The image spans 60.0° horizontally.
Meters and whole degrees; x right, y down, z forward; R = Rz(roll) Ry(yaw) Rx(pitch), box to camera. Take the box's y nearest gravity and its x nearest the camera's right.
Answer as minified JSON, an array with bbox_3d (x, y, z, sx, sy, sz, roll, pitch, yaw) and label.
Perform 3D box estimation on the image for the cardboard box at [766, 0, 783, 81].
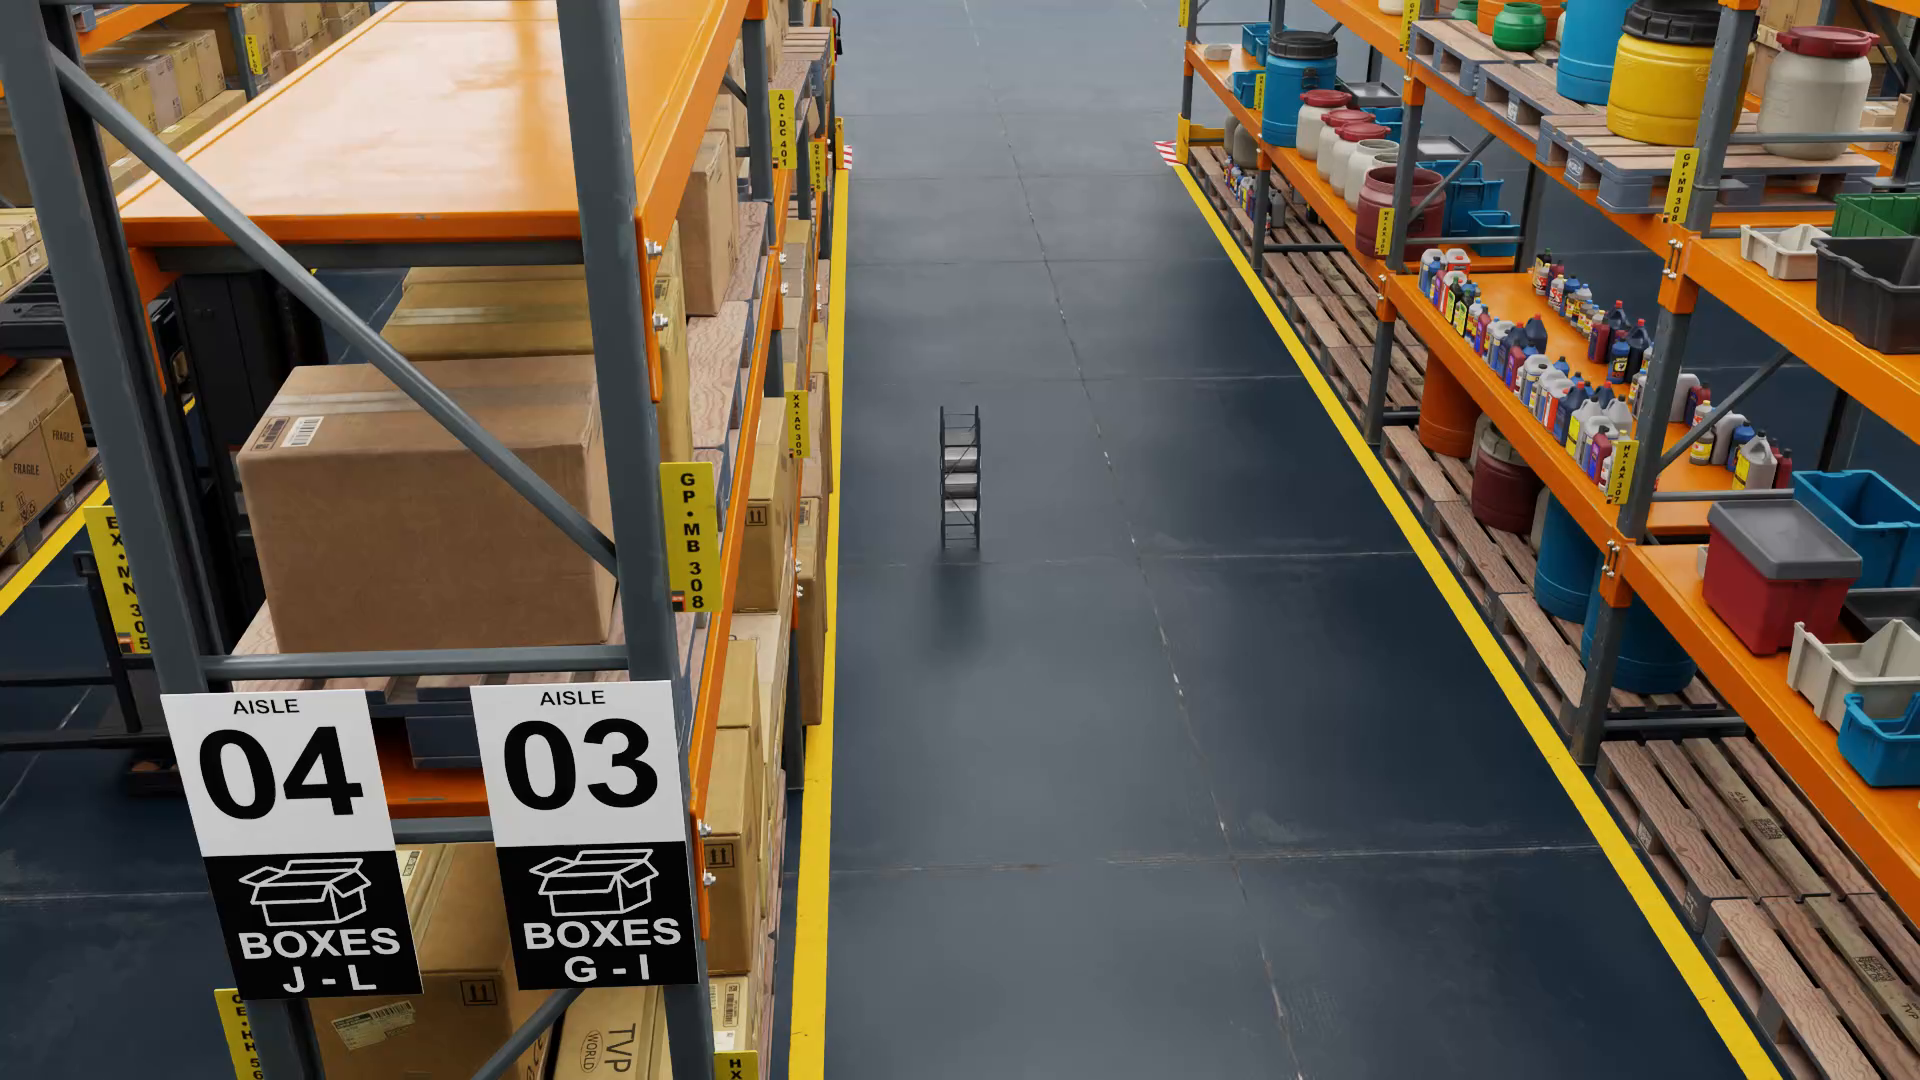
[{"bbox_3d":[-1.257,-2.818,9.103,0.500,0.500,0.500,0,28,0],"label":"cardboard box"}]

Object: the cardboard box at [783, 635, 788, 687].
[{"bbox_3d":[-0.901,0.514,6.792,0.380,0.149,0.250,-1,28,-2],"label":"cardboard box"}]

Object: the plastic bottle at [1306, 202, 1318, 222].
[{"bbox_3d":[3.472,-3.300,16.223,0.144,0.351,0.185,-1,28,-3],"label":"plastic bottle"}]

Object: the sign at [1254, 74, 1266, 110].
[{"bbox_3d":[2.694,-4.015,14.905,0.100,0.325,0.005,-1,28,-3],"label":"sign"}]

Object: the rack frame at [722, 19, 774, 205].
[{"bbox_3d":[-1.285,-2.746,6.284,1.000,3.000,0.127,-1,28,-3],"label":"rack frame"}]

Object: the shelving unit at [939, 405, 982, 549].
[{"bbox_3d":[0.000,-0.395,10.535,0.258,0.900,0.210,-1,28,-3],"label":"shelving unit"}]

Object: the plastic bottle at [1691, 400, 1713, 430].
[{"bbox_3d":[4.010,-0.654,8.975,0.097,0.201,0.097,0,28,0],"label":"plastic bottle"}]

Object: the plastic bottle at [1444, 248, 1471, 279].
[{"bbox_3d":[3.305,-1.794,11.080,0.152,0.276,0.135,-1,28,-3],"label":"plastic bottle"}]

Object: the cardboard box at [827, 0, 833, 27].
[{"bbox_3d":[-1.764,-5.322,17.280,0.875,0.500,0.500,-1,28,-3],"label":"cardboard box"}]

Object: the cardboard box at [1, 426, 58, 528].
[{"bbox_3d":[-6.133,-0.401,10.524,0.500,0.500,0.500,0,28,-1],"label":"cardboard box"}]

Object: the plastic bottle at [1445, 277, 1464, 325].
[{"bbox_3d":[3.138,-1.517,10.541,0.061,0.283,0.133,-1,28,-3],"label":"plastic bottle"}]

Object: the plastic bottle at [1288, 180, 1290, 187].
[{"bbox_3d":[3.448,-3.781,17.217,0.061,0.283,0.133,-1,28,-3],"label":"plastic bottle"}]

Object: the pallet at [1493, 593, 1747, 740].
[{"bbox_3d":[3.663,0.673,9.231,1.003,0.211,1.213,-1,28,-3],"label":"pallet"}]

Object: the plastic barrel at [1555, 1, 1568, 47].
[{"bbox_3d":[3.655,-3.016,9.741,0.301,0.262,0.301,0,28,0],"label":"plastic barrel"}]

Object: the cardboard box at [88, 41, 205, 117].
[{"bbox_3d":[-6.600,-3.729,13.466,0.700,0.500,0.500,-2,28,-3],"label":"cardboard box"}]

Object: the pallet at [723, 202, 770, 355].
[{"bbox_3d":[-1.252,-0.999,6.274,1.003,0.211,1.213,-1,28,-3],"label":"pallet"}]

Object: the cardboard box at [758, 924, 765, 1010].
[{"bbox_3d":[-0.808,1.343,5.202,0.380,0.149,0.250,-2,28,-3],"label":"cardboard box"}]

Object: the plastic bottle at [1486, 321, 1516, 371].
[{"bbox_3d":[3.225,-1.150,9.845,0.152,0.276,0.135,-1,28,-3],"label":"plastic bottle"}]

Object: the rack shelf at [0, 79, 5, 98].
[{"bbox_3d":[-6.347,-1.948,8.775,1.077,0.370,4.000,-1,28,-3],"label":"rack shelf"}]

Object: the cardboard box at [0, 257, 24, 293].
[{"bbox_3d":[-5.939,-1.605,10.080,0.380,0.149,0.250,-1,28,-1],"label":"cardboard box"}]

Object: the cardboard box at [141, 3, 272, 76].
[{"bbox_3d":[-6.646,-4.424,14.659,0.875,0.550,0.550,-1,28,-3],"label":"cardboard box"}]

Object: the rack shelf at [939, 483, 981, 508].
[{"bbox_3d":[0.000,-0.286,10.592,0.258,0.077,0.200,-1,28,-3],"label":"rack shelf"}]

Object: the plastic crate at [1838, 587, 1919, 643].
[{"bbox_3d":[3.988,0.400,6.972,0.437,0.125,0.590,-1,28,-3],"label":"plastic crate"}]

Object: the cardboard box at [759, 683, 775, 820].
[{"bbox_3d":[-0.920,0.755,5.900,0.500,0.250,0.500,-2,28,-4],"label":"cardboard box"}]

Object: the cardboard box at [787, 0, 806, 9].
[{"bbox_3d":[-1.261,-3.753,10.809,0.500,0.500,0.500,-1,28,-2],"label":"cardboard box"}]

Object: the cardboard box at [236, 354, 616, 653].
[{"bbox_3d":[-1.156,-0.083,3.751,0.700,0.500,0.500,-3,28,-6],"label":"cardboard box"}]

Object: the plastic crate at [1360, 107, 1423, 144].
[{"bbox_3d":[3.612,-3.391,14.026,0.392,0.384,0.575,-1,28,-3],"label":"plastic crate"}]

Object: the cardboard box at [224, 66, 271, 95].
[{"bbox_3d":[-6.692,-3.944,14.906,0.875,0.550,0.550,-1,28,-3],"label":"cardboard box"}]

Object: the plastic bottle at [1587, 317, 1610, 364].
[{"bbox_3d":[3.825,-1.208,9.949,0.061,0.283,0.133,-1,28,-3],"label":"plastic bottle"}]

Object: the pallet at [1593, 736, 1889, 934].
[{"bbox_3d":[3.739,1.369,7.897,1.003,0.211,1.213,-1,28,-3],"label":"pallet"}]

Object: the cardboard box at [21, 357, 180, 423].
[{"bbox_3d":[-6.394,-1.332,12.040,1.050,0.750,0.750,-2,28,-3],"label":"cardboard box"}]

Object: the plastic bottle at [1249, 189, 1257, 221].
[{"bbox_3d":[2.913,-3.300,16.222,0.144,0.351,0.185,-3,28,-5],"label":"plastic bottle"}]

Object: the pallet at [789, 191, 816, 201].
[{"bbox_3d":[-1.638,-2.762,13.009,1.003,0.211,1.213,-1,28,-3],"label":"pallet"}]

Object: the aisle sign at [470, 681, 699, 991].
[{"bbox_3d":[-0.772,0.634,3.479,0.394,0.787,0.004,-1,28,-3],"label":"aisle sign"}]

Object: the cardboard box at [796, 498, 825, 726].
[{"bbox_3d":[-1.338,0.375,8.632,1.225,0.875,0.875,-1,28,-2],"label":"cardboard box"}]

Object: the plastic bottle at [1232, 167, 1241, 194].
[{"bbox_3d":[2.842,-3.684,17.044,0.097,0.271,0.097,0,28,0],"label":"plastic bottle"}]

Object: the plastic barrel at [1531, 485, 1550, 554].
[{"bbox_3d":[3.673,-0.131,9.993,0.421,0.512,0.421,0,28,0],"label":"plastic barrel"}]

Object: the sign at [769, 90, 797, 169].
[{"bbox_3d":[-0.730,-1.695,6.867,0.100,0.325,0.005,-1,28,-3],"label":"sign"}]

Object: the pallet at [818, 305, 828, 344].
[{"bbox_3d":[-1.593,-1.620,13.628,1.003,0.211,1.213,-1,28,-3],"label":"pallet"}]

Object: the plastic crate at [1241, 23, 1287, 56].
[{"bbox_3d":[3.360,-5.458,18.131,0.499,0.251,0.616,-1,28,-3],"label":"plastic crate"}]

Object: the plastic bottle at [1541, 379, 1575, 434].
[{"bbox_3d":[3.273,-0.727,9.034,0.152,0.276,0.135,-1,28,-3],"label":"plastic bottle"}]

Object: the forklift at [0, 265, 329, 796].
[{"bbox_3d":[-3.826,-0.278,8.113,3.031,2.935,1.130,-2,28,-4],"label":"forklift"}]

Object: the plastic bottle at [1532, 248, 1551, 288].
[{"bbox_3d":[3.900,-1.825,11.131,0.061,0.283,0.133,-1,28,-3],"label":"plastic bottle"}]

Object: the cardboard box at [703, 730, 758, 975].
[{"bbox_3d":[-0.857,0.904,4.803,0.500,0.500,0.500,-2,28,-4],"label":"cardboard box"}]

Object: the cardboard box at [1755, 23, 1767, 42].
[{"bbox_3d":[7.911,-4.940,16.169,0.380,0.149,0.250,-2,28,-3],"label":"cardboard box"}]

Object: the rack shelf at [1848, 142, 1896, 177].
[{"bbox_3d":[8.295,-2.776,13.606,1.077,0.370,4.000,-1,28,-3],"label":"rack shelf"}]

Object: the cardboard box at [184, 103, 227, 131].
[{"bbox_3d":[-6.340,-3.284,13.695,0.500,0.500,0.500,-2,28,-3],"label":"cardboard box"}]

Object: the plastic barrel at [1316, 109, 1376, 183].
[{"bbox_3d":[3.113,-3.175,13.446,0.433,0.535,0.433,0,28,0],"label":"plastic barrel"}]

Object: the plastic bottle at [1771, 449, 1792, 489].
[{"bbox_3d":[4.069,-0.334,8.272,0.061,0.283,0.133,-1,28,-3],"label":"plastic bottle"}]

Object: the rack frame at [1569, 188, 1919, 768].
[{"bbox_3d":[3.662,-0.206,7.901,1.000,3.000,0.127,-1,28,-3],"label":"rack frame"}]

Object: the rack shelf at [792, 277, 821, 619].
[{"bbox_3d":[-1.389,-0.691,9.609,1.077,0.370,4.000,-1,28,-3],"label":"rack shelf"}]

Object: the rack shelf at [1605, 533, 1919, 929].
[{"bbox_3d":[3.766,1.037,6.296,1.077,0.370,4.000,-1,28,-3],"label":"rack shelf"}]

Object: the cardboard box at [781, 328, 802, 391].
[{"bbox_3d":[-1.112,-0.812,8.956,0.500,0.500,0.500,-2,28,-4],"label":"cardboard box"}]

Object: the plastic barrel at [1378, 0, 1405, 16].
[{"bbox_3d":[3.153,-3.903,11.896,0.301,0.262,0.301,0,28,0],"label":"plastic barrel"}]

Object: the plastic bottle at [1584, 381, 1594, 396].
[{"bbox_3d":[3.397,-0.736,9.057,0.097,0.271,0.097,0,28,0],"label":"plastic bottle"}]

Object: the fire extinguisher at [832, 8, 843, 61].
[{"bbox_3d":[-1.457,-5.658,18.438,0.296,0.674,0.183,-1,28,-3],"label":"fire extinguisher"}]
